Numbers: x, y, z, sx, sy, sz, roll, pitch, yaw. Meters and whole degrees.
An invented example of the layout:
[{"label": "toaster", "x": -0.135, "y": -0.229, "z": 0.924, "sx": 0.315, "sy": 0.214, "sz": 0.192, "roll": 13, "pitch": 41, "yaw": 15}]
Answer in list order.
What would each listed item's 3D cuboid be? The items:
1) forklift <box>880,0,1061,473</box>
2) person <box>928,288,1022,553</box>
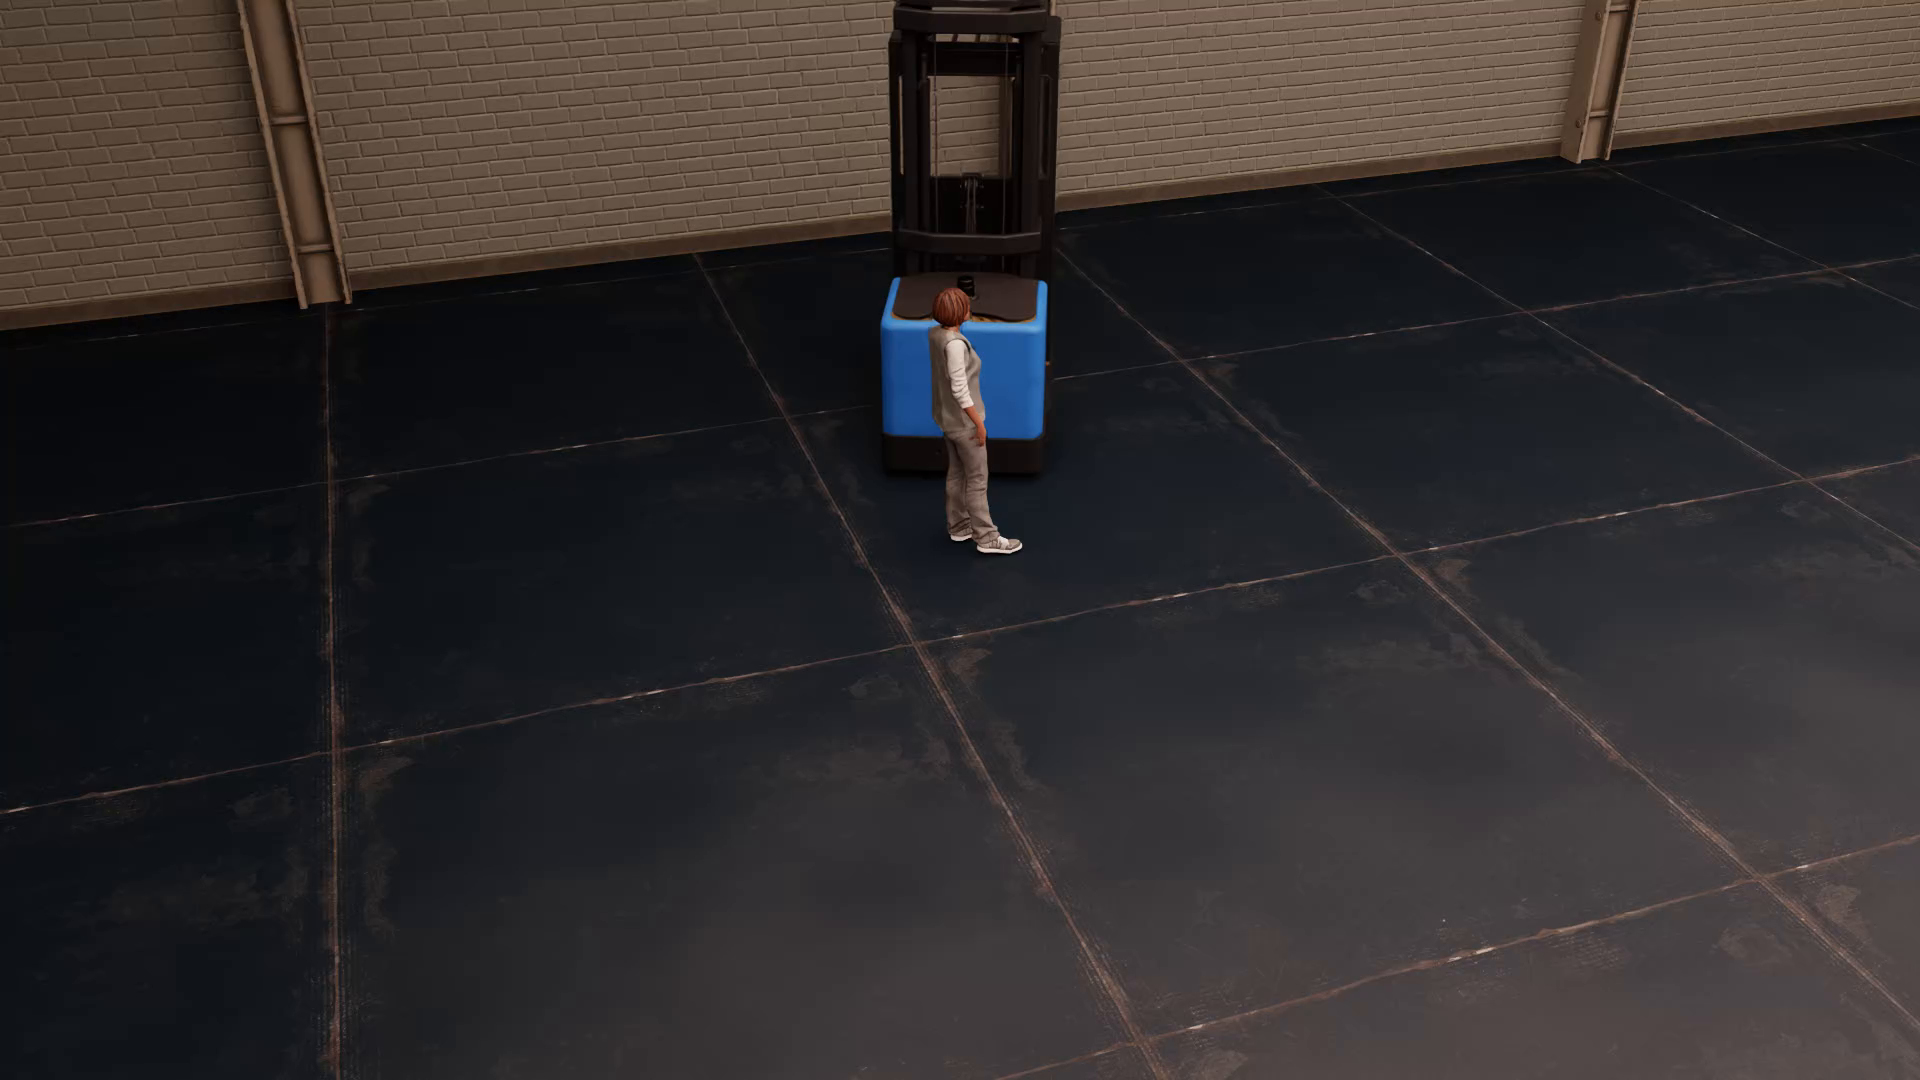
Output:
[{"label": "forklift", "x": 0.105, "y": -2.399, "z": 11.257, "sx": 1.130, "sy": 2.935, "sz": 3.031, "roll": 2, "pitch": 30, "yaw": 3}, {"label": "person", "x": 0.076, "y": -0.668, "z": 9.654, "sx": 0.472, "sy": 1.516, "sz": 0.520, "roll": -10, "pitch": 31, "yaw": -16}]
